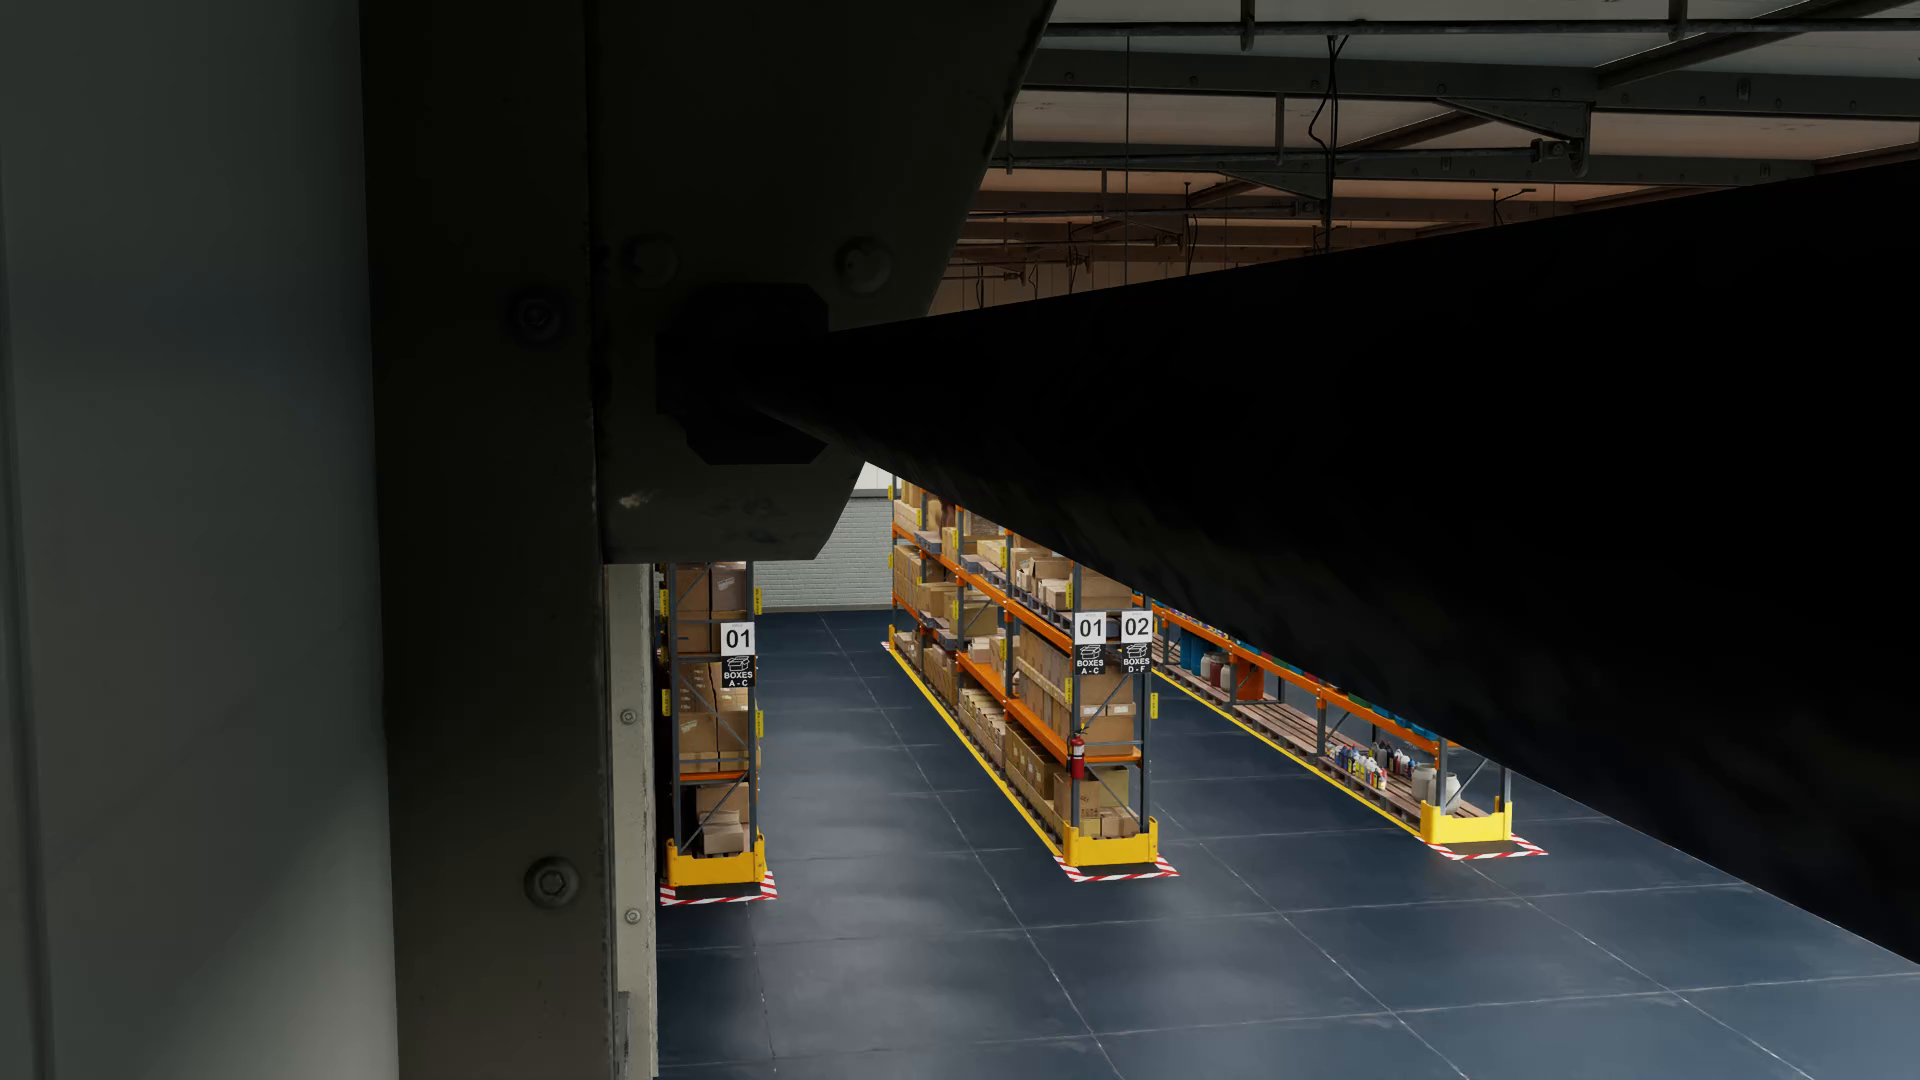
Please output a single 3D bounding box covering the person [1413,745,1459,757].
[{"bbox_3d":[7.759,2.629,26.783,0.735,1.707,0.869,0,6,-3],"label":"person"}]
